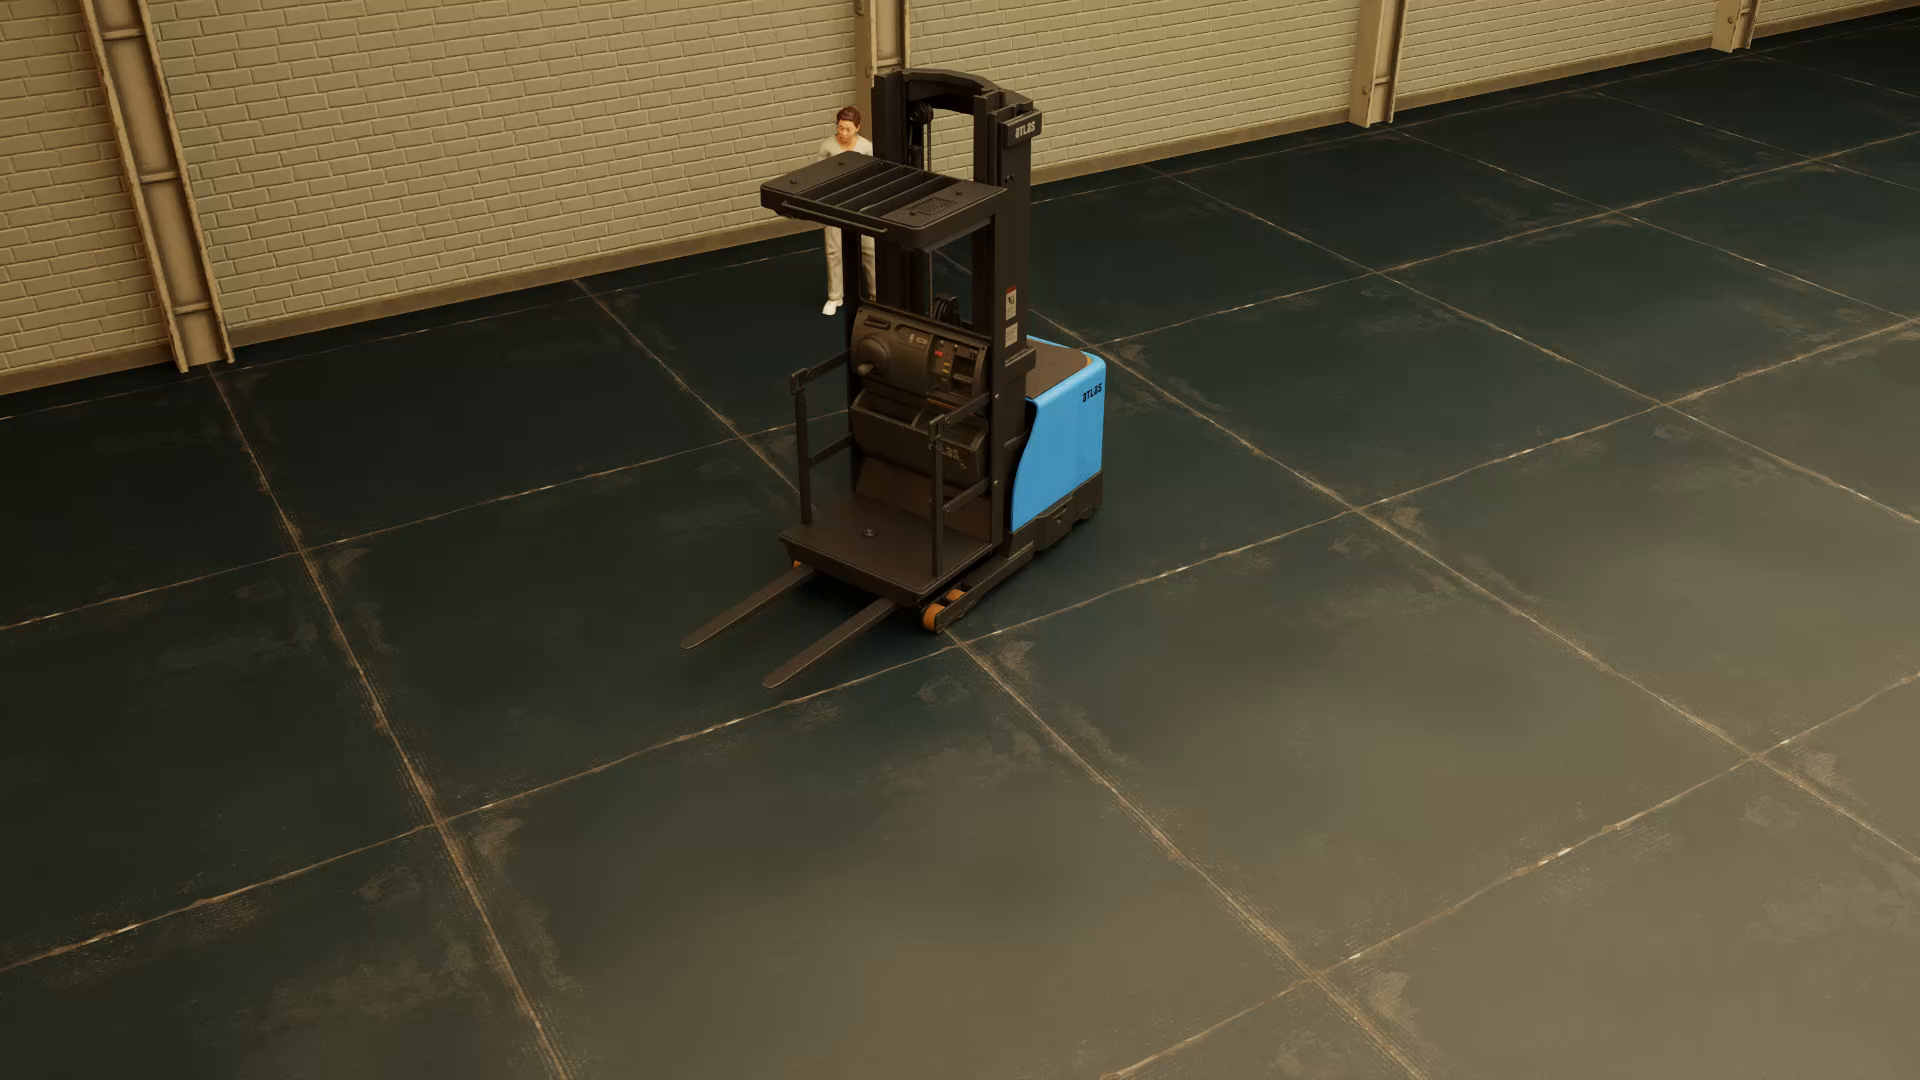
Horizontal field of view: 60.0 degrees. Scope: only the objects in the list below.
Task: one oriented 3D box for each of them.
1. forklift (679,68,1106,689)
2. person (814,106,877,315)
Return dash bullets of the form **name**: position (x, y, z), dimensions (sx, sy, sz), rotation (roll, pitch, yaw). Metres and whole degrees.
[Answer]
- **forklift**: position (-0.365, -1.007, 9.329), dimensions (1.130, 2.935, 3.031), rotation (21, 37, 31)
- **person**: position (-0.881, -2.656, 13.314), dimensions (0.611, 1.673, 0.402), rotation (-5, 31, -8)
